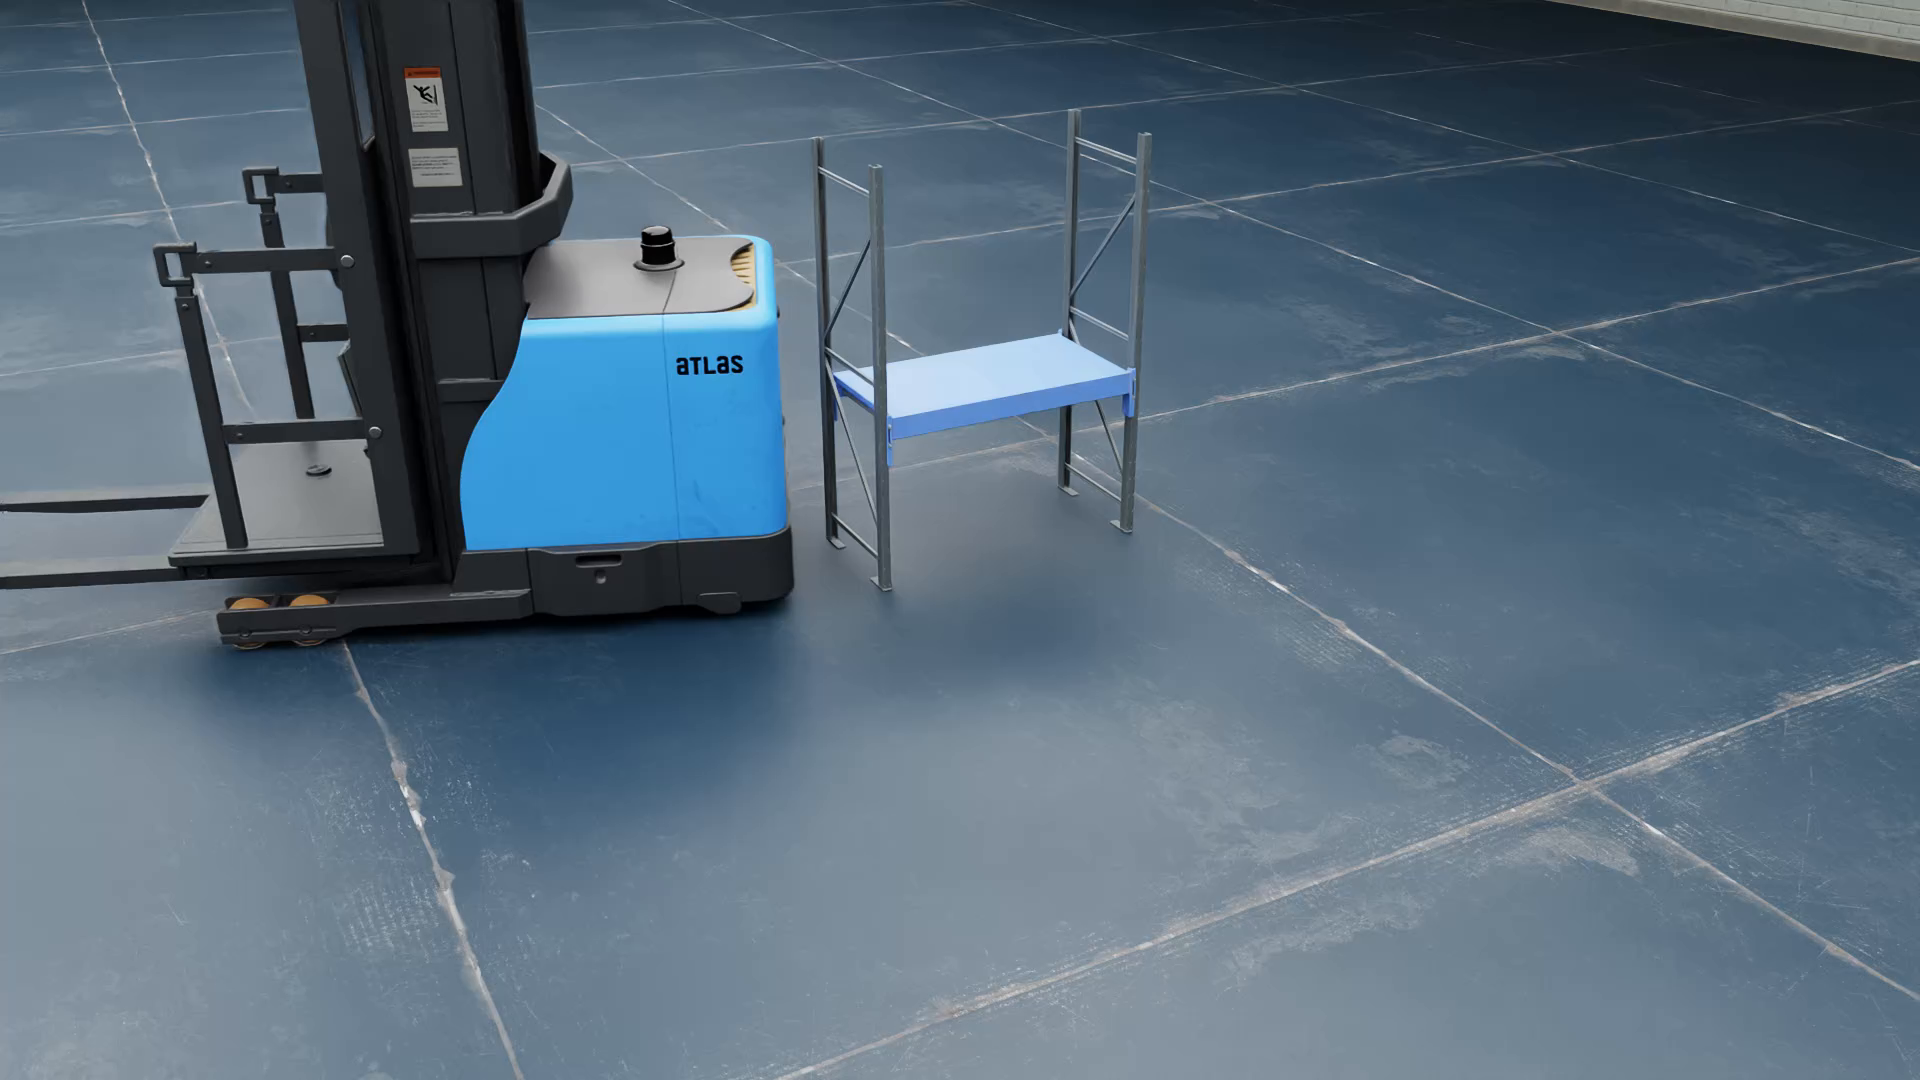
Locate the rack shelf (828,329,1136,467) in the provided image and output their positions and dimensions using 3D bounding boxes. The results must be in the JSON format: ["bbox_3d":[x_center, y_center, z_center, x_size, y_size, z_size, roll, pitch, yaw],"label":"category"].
[{"bbox_3d":[0.075,-0.531,6.039,1.000,0.185,0.538,-13,29,-25],"label":"rack shelf"}]

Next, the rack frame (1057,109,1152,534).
[{"bbox_3d":[0.524,-0.797,6.177,0.032,1.500,0.500,-13,29,-25],"label":"rack frame"}]

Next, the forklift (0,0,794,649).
[{"bbox_3d":[-2.129,-1.202,5.367,3.031,2.935,1.130,-3,26,-6],"label":"forklift"}]

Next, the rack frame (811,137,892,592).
[{"bbox_3d":[-0.373,-0.590,5.746,0.032,1.500,0.500,-13,29,-25],"label":"rack frame"}]

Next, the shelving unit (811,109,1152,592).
[{"bbox_3d":[0.075,-0.693,5.962,1.048,1.500,0.538,-13,29,-25],"label":"shelving unit"}]
